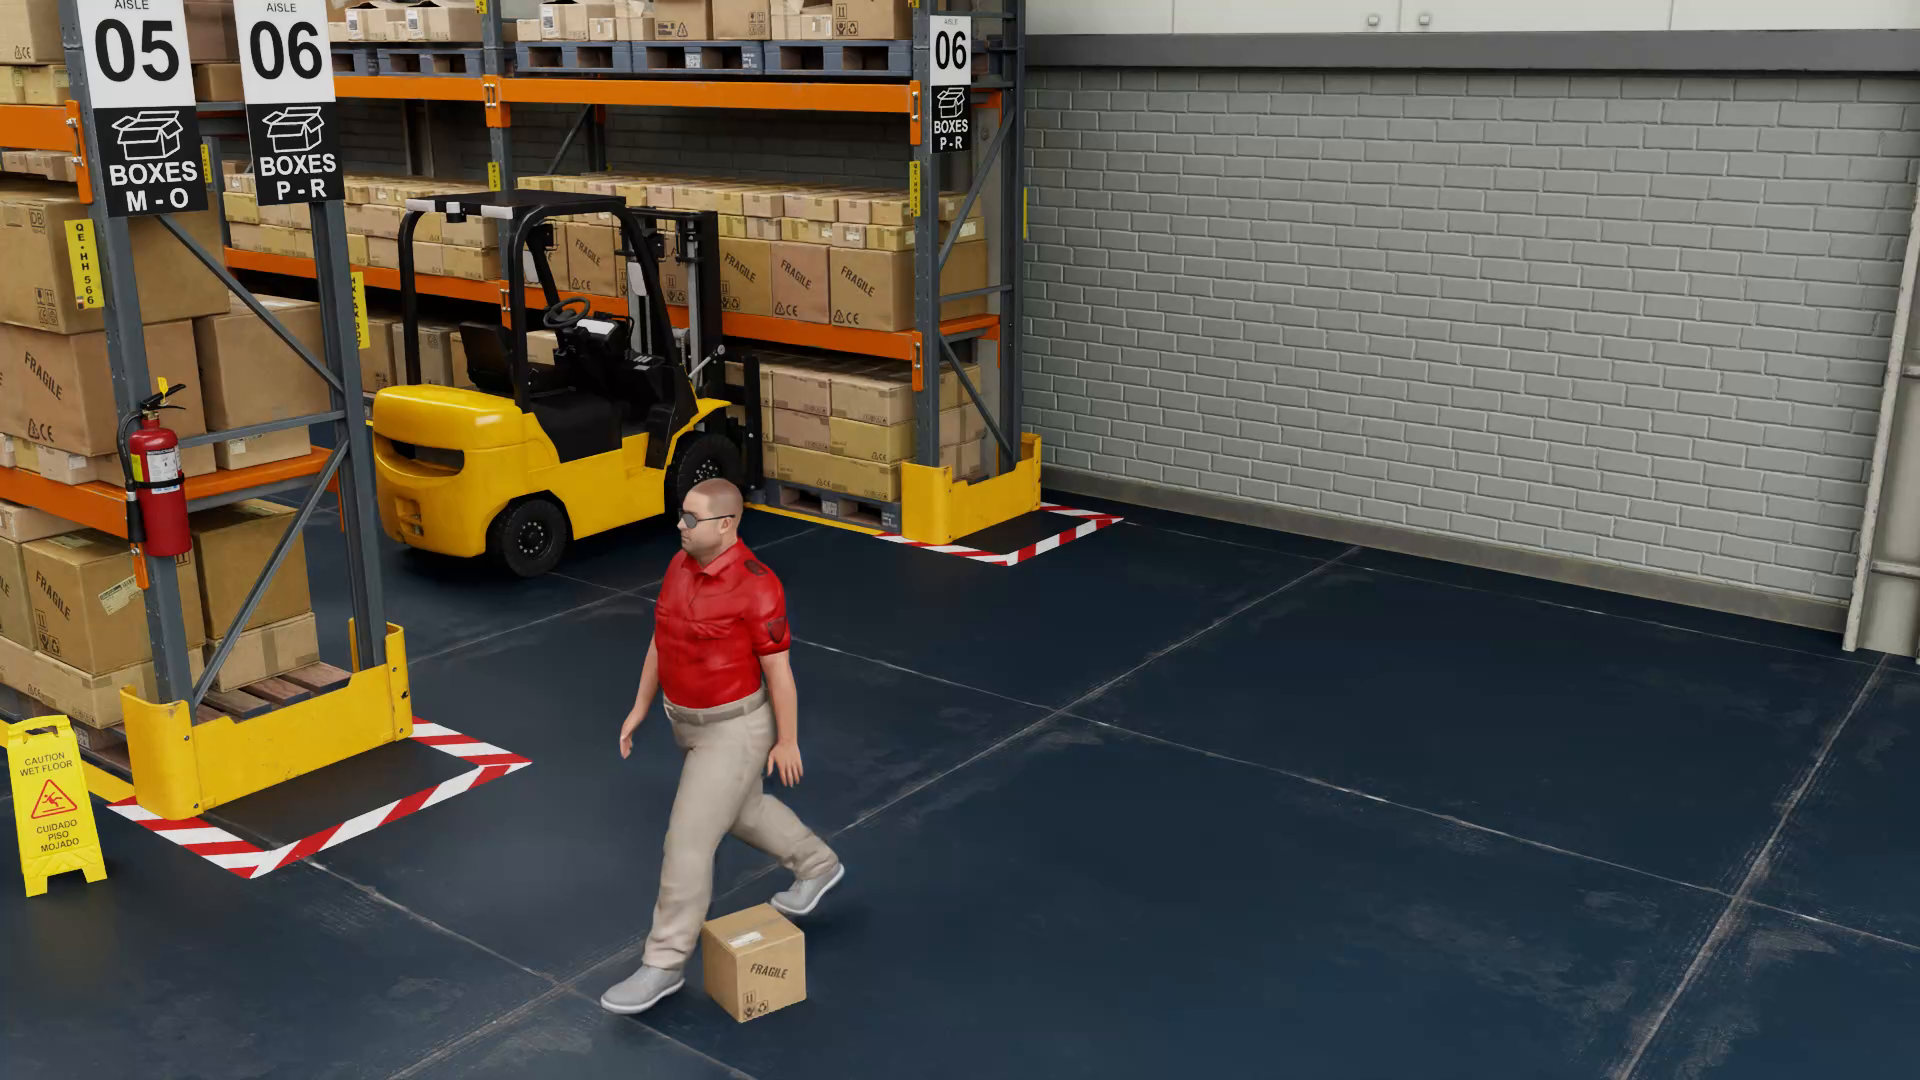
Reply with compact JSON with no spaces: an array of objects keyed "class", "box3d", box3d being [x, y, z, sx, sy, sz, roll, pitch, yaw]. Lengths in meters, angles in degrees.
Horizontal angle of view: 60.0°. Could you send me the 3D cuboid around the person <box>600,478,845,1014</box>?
[{"class":"person","box3d":[-0.826,0.608,5.514,1.064,1.672,0.552,-13,21,-37]}]
